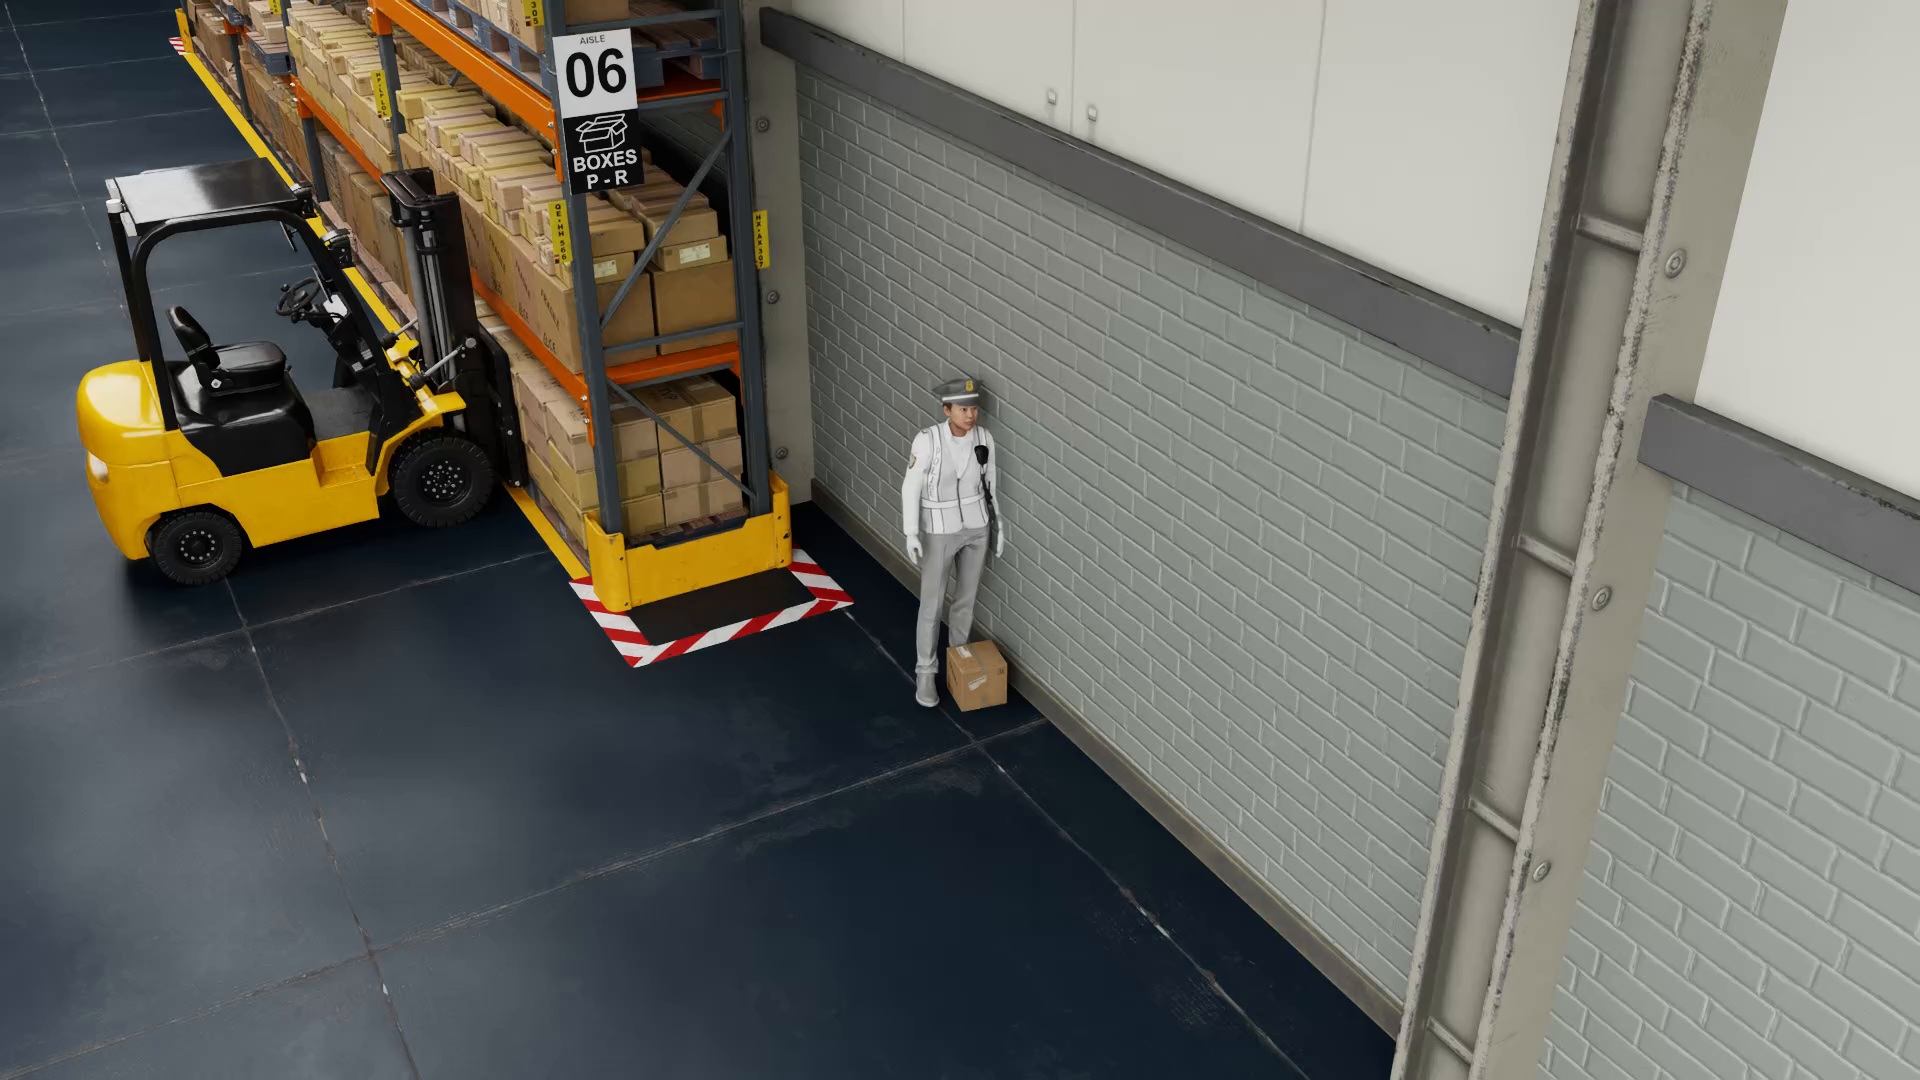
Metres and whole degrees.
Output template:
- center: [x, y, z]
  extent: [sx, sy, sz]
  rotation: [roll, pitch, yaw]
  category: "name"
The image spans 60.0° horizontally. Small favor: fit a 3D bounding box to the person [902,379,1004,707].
- center: [-0.002, -0.018, 8.534]
  extent: [0.586, 1.694, 0.531]
  rotation: [-9, 30, -15]
  category: "person"
